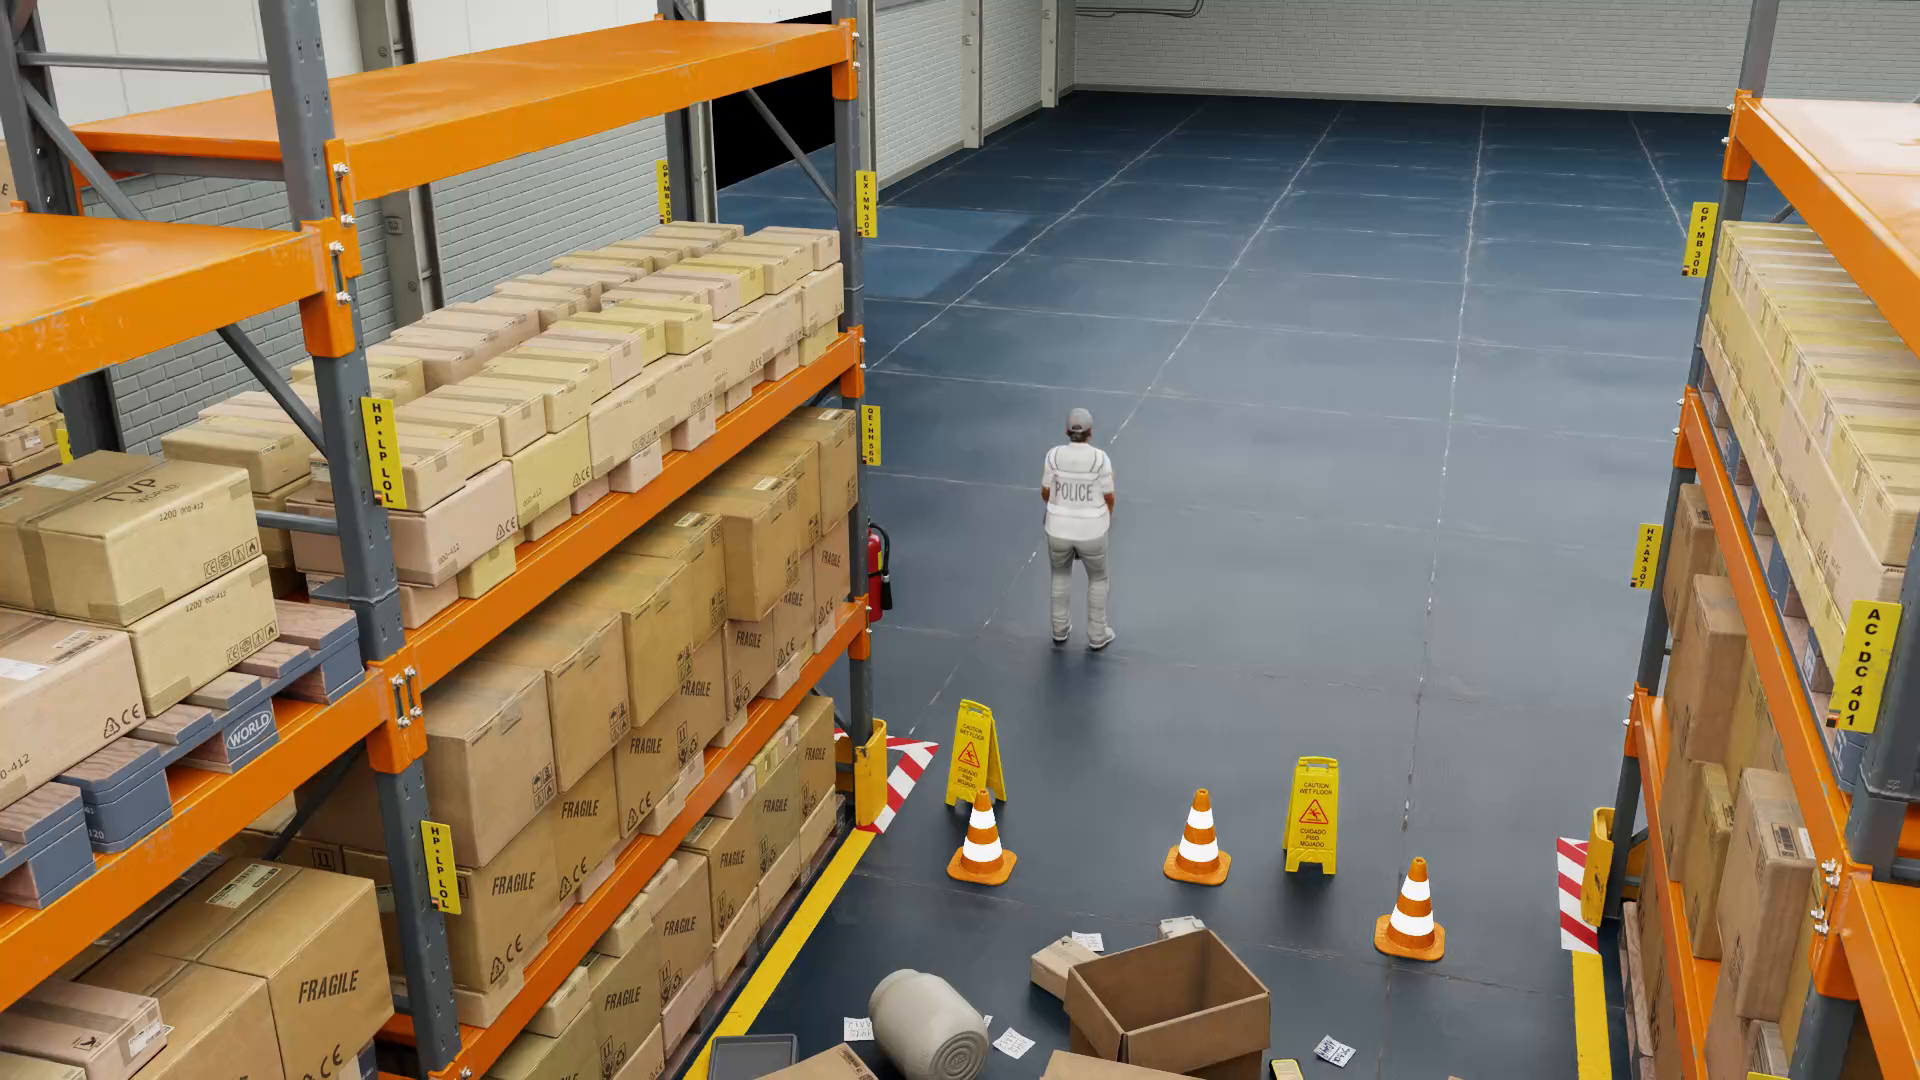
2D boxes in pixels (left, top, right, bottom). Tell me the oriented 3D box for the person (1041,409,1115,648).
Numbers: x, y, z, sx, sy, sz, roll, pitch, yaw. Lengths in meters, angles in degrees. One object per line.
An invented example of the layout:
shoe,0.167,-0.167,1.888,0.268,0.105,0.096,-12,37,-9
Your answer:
person,0.806,-0.078,11.267,0.516,1.672,0.451,6,23,14
